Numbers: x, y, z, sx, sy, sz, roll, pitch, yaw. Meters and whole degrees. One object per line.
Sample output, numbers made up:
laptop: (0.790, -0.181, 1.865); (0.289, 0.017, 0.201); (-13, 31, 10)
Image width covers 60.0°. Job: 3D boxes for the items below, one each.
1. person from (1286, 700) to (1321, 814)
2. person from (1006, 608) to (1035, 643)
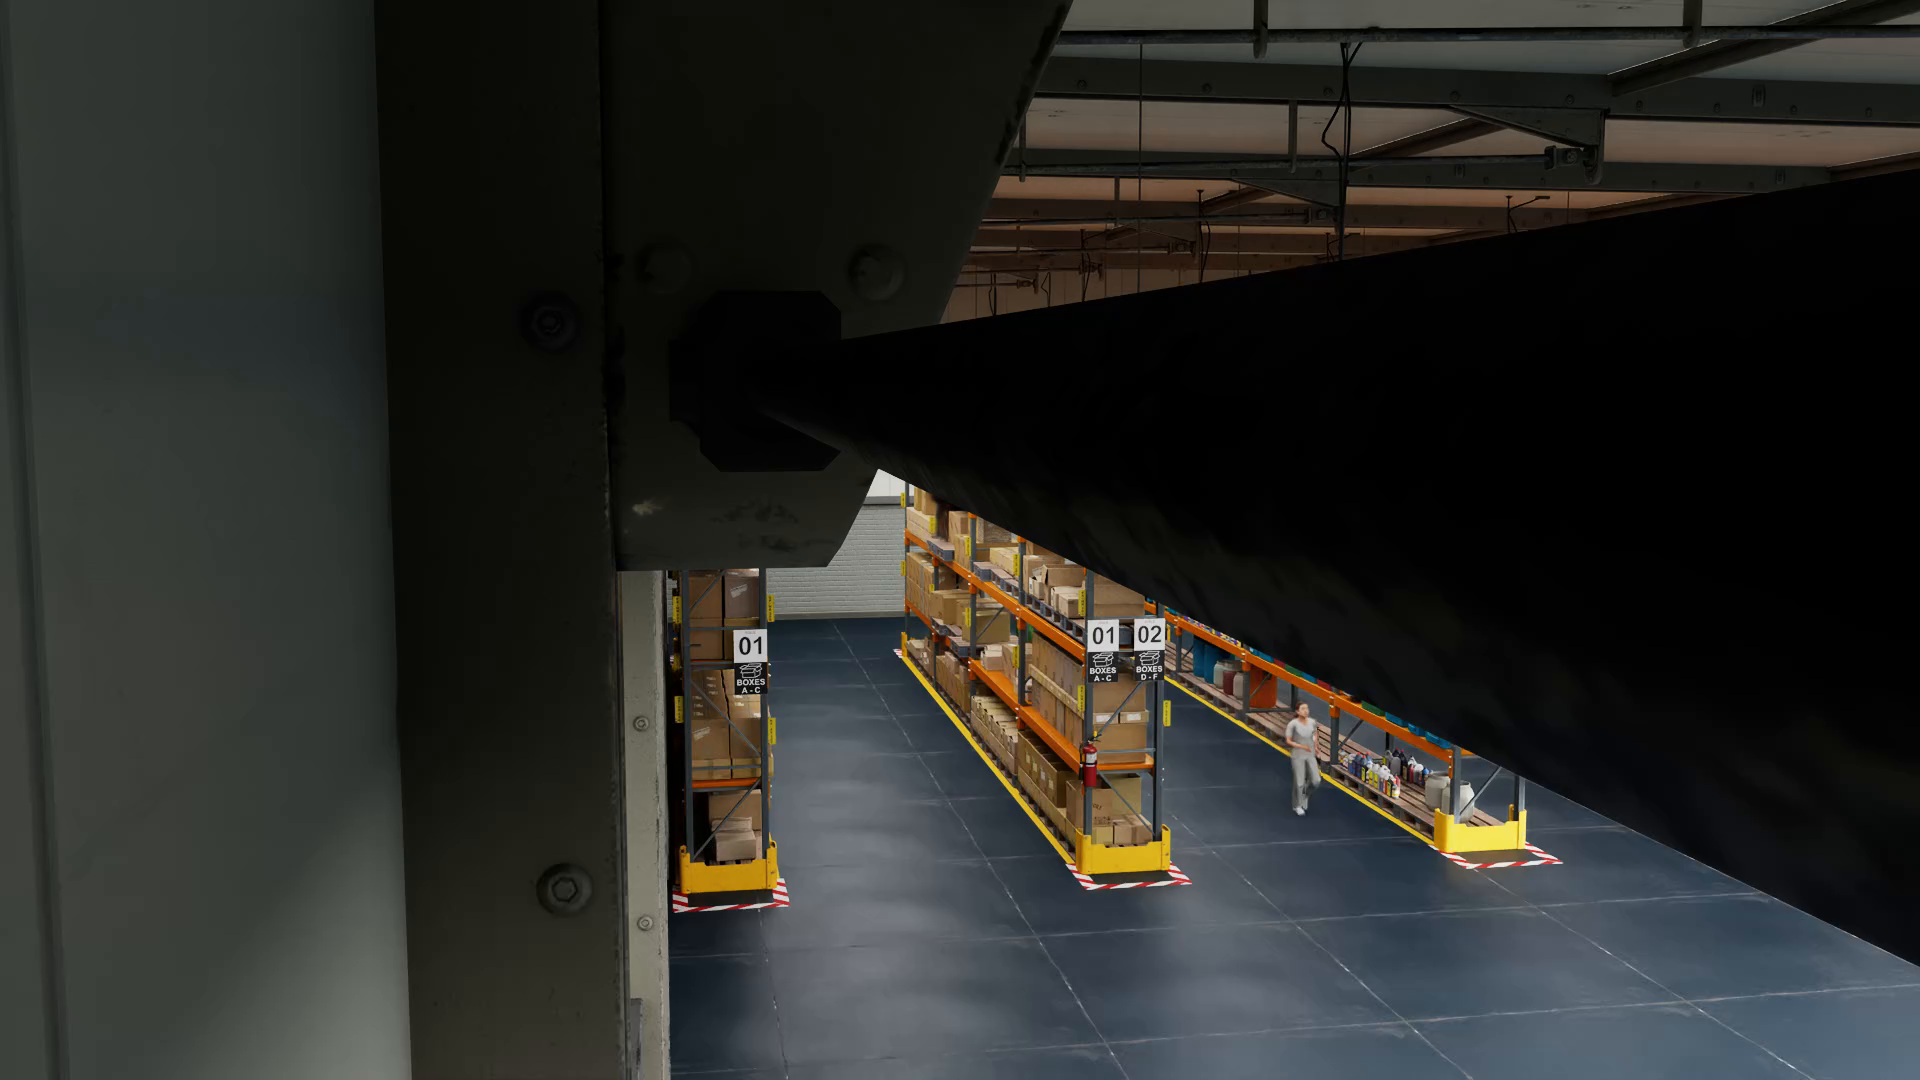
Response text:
person: (4.869, 3.082, 23.475); (0.550, 1.633, 0.571); (-1, 6, -13)
person: (1.333, 1.744, 35.974); (0.701, 1.741, 0.849); (-2, 6, -20)
